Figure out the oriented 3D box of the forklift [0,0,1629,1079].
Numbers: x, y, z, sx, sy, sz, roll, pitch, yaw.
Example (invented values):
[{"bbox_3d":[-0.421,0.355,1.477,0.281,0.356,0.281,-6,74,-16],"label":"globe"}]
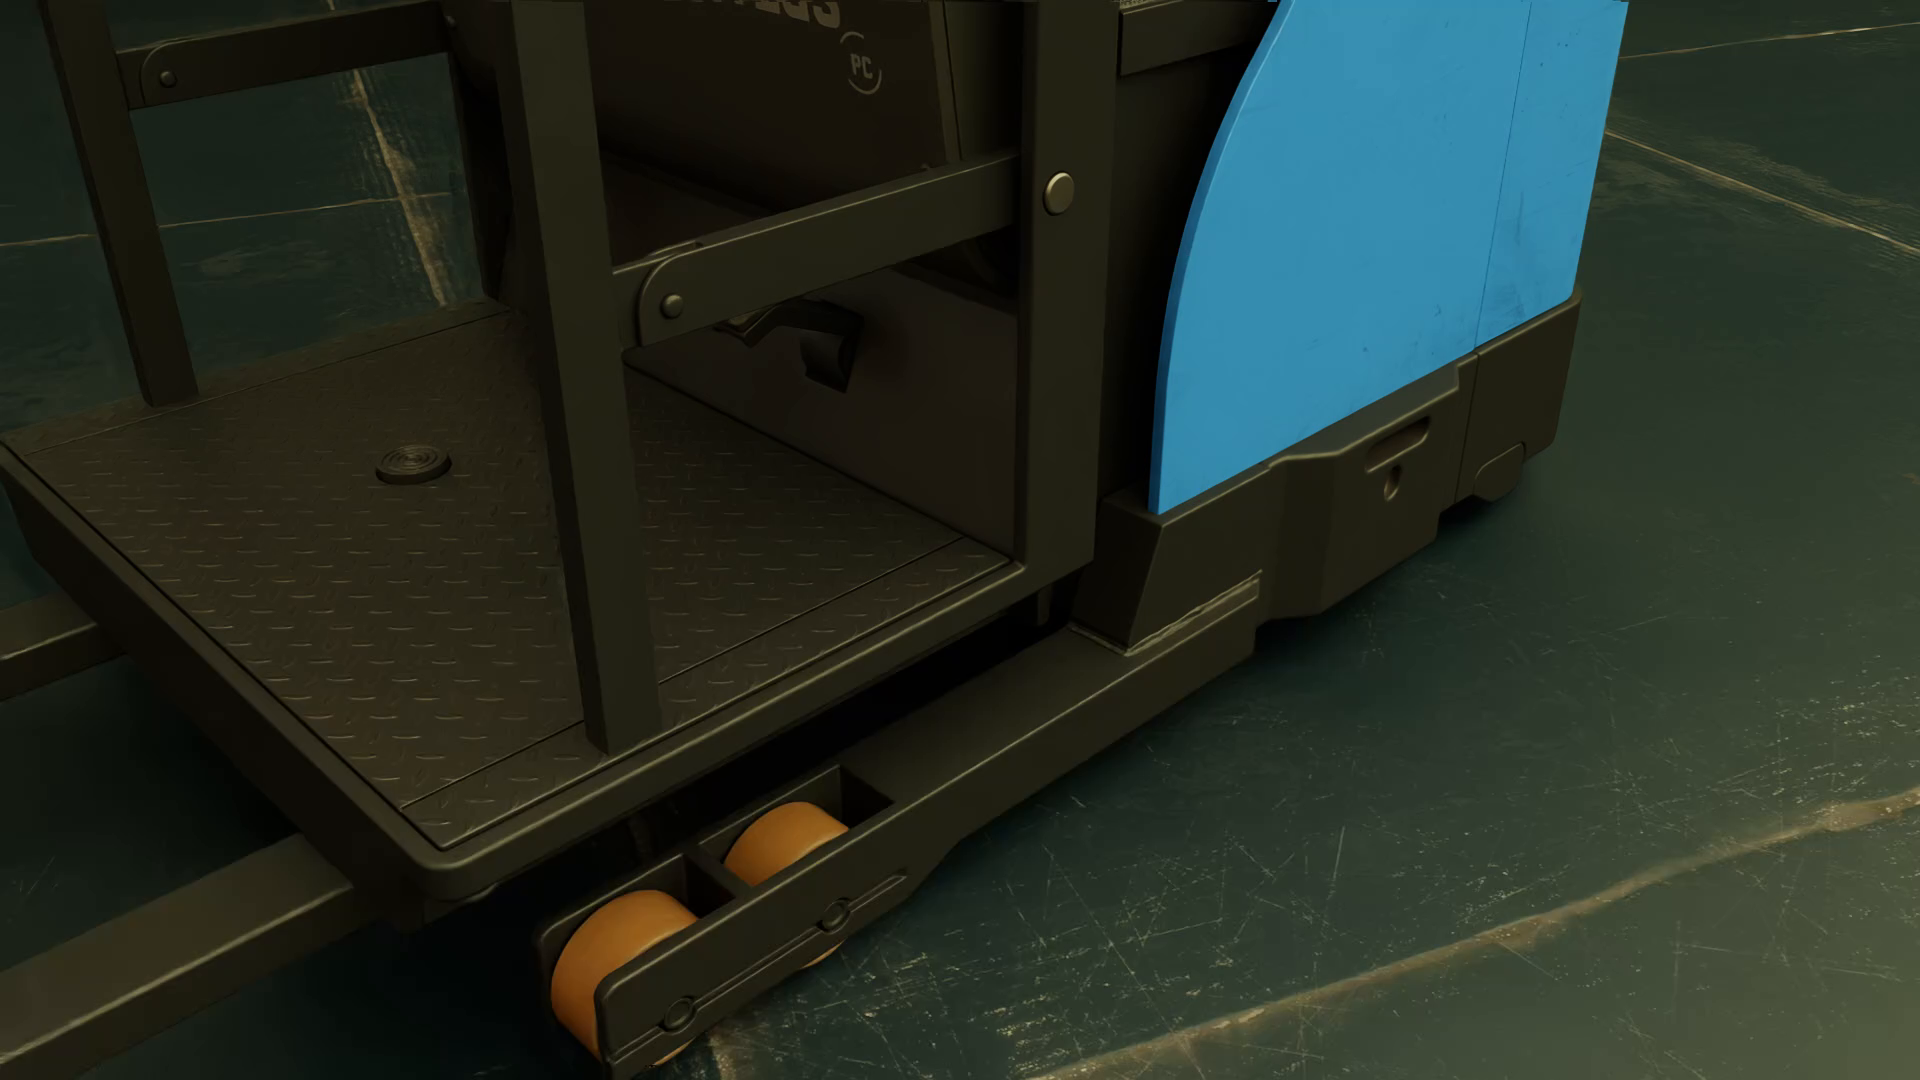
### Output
[{"bbox_3d":[-0.453,-1.054,1.390,3.031,2.935,1.130,-26,39,-37],"label":"forklift"}]
